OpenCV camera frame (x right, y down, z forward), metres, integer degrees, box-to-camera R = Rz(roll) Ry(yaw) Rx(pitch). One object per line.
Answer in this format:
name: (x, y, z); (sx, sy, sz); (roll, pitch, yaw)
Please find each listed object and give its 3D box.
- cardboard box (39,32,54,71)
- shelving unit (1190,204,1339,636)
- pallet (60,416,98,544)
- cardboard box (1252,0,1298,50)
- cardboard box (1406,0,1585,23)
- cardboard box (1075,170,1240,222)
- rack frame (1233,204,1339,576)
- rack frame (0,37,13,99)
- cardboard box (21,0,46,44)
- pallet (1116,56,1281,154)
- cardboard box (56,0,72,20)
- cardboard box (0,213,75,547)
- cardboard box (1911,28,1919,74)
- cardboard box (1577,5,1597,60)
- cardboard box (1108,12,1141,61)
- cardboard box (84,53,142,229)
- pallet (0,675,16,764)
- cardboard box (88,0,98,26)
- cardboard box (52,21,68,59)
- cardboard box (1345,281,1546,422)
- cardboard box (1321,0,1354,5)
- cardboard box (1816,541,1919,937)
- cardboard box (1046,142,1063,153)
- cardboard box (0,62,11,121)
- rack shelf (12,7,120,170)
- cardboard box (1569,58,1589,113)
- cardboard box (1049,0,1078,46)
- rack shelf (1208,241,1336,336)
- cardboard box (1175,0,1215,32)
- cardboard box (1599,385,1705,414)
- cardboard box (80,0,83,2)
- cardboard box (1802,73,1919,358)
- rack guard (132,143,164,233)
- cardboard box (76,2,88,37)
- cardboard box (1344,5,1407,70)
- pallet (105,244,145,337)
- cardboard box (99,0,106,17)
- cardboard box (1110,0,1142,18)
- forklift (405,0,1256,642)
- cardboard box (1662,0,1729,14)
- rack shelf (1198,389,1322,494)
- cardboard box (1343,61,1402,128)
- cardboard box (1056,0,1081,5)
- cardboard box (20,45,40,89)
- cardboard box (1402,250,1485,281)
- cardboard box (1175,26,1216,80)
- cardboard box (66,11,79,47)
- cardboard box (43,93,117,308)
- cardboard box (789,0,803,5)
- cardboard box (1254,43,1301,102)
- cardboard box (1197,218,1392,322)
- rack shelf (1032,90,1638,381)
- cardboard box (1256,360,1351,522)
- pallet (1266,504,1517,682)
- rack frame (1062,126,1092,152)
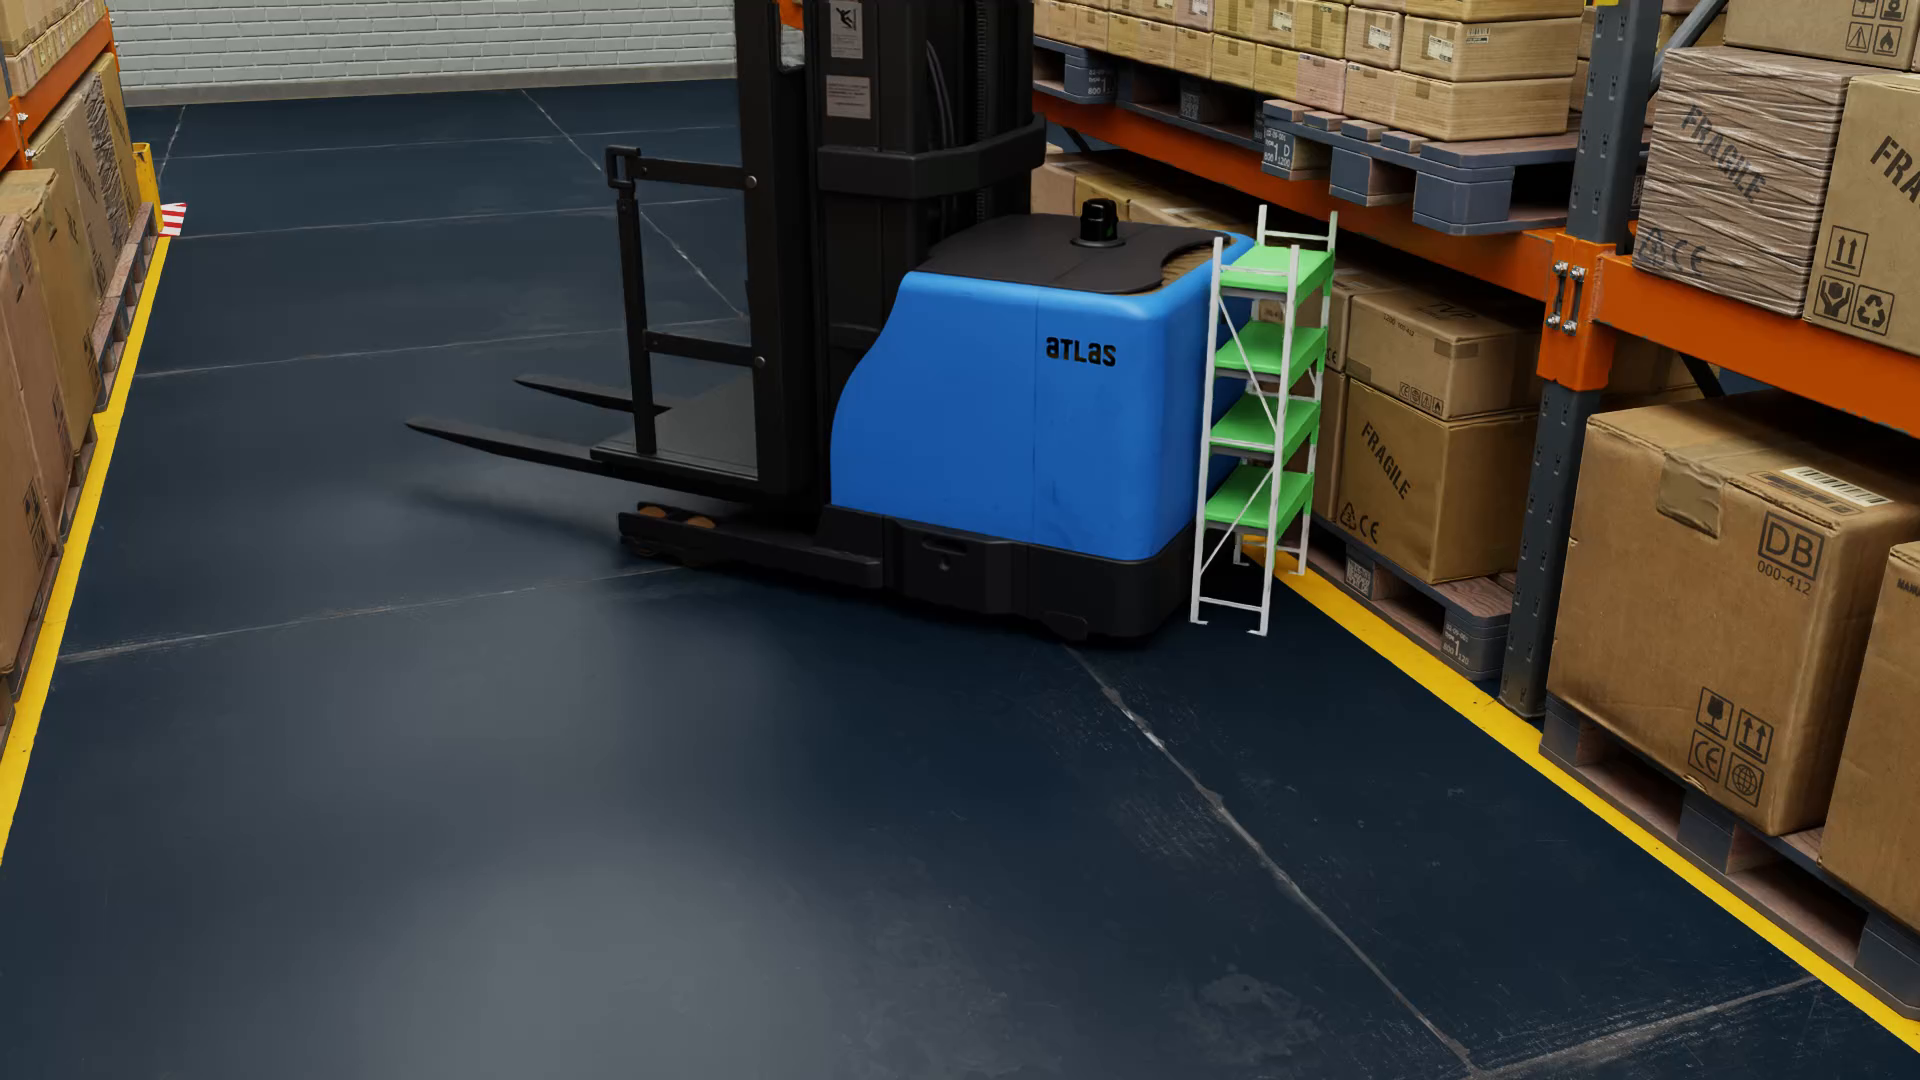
cardboard box: (-4.165, -2.107, 7.210); (0.380, 0.149, 0.250); (-9, 24, -20)
shelving unit: (0.925, -0.367, 5.075); (0.258, 1.200, 0.503); (10, 25, 22)
pallet: (-3.748, -0.228, 6.019); (1.003, 0.211, 1.213); (-8, 24, -19)
cardboard box: (1.118, -1.588, 5.056); (0.380, 0.149, 0.250); (-8, 24, -19)
cardboard box: (1.396, -1.441, 4.323); (0.380, 0.149, 0.250); (-9, 25, -21)
cardboard box: (0.789, -1.316, 6.723); (0.500, 0.250, 0.500); (-8, 24, -18)
rack frame: (1.025, -0.454, 5.280); (0.240, 1.200, 0.015); (10, 25, 22)
rack frame: (-4.091, -1.783, 6.118); (1.000, 3.000, 0.127); (-8, 24, -19)
cardboard box: (-4.183, -2.239, 7.010); (0.500, 0.250, 0.500); (-8, 24, -19)
pallet: (1.260, -1.599, 5.928); (1.003, 0.211, 1.213); (-8, 24, -19)
cardboard box: (-4.538, -2.607, 7.883); (0.500, 0.250, 0.500); (-8, 24, -19)
cardboard box: (-3.530, -0.443, 5.134); (1.225, 0.875, 0.875); (-9, 25, -21)
cardboard box: (2.327, -1.132, 3.158); (0.700, 0.500, 0.500); (-9, 24, -20)
cardboard box: (1.917, -1.490, 4.822); (0.380, 0.149, 0.250); (-7, 24, -16)
cardboard box: (0.760, -1.825, 6.000); (0.380, 0.149, 0.250); (-9, 24, -20)
cardboard box: (-5.203, -2.229, 9.372); (0.875, 0.875, 0.875); (-8, 24, -19)
pallet: (-2.886, 0.659, 3.916); (1.003, 0.211, 1.213); (-8, 24, -19)
cardboard box: (-4.889, -2.850, 8.974); (0.380, 0.149, 0.250); (-8, 24, -19)
cardboard box: (-4.343, -2.291, 7.648); (0.380, 0.149, 0.250); (-8, 24, -18)
cardboard box: (1.511, -0.573, 4.960); (0.500, 0.250, 0.500); (-9, 24, -20)
cardboard box: (1.216, -1.627, 4.766); (0.380, 0.149, 0.250); (-8, 24, -17)
cardboard box: (2.441, 0.420, 3.246); (1.050, 0.750, 0.750); (-8, 24, -18)
cardboard box: (0.353, -2.123, 9.289); (0.380, 0.149, 0.250); (-8, 24, -18)
cardboard box: (-3.671, -1.697, 5.785); (0.500, 0.500, 0.500); (-8, 24, -19)
rack shelf: (-4.798, -2.178, 7.982); (1.077, 0.370, 4.000); (-8, 24, -19)
cardboard box: (1.934, -1.339, 4.848); (0.380, 0.149, 0.250); (-7, 24, -16)
cardboard box: (0.569, -2.016, 6.453); (0.380, 0.149, 0.250); (-8, 24, -18)
rack shelf: (0.927, -0.750, 4.912); (0.258, 0.148, 0.480); (10, 25, 22)
cardboard box: (0.939, -1.774, 5.496); (0.380, 0.149, 0.250); (-8, 24, -18)
cardboard box: (1.986, -0.307, 5.294); (0.500, 0.500, 0.500); (-9, 25, -21)
cardboard box: (-4.906, -2.980, 8.769); (0.500, 0.250, 0.500); (-9, 24, -20)
cardboard box: (2.086, -0.635, 3.266); (0.500, 0.500, 0.500); (-9, 24, -19)
rack guard: (-5.513, -2.093, 10.073); (1.175, 0.500, 0.348); (-8, 24, -19)
cardboard box: (-4.708, -2.666, 8.536); (0.380, 0.149, 0.250); (-9, 24, -20)
cardboard box: (1.301, -1.402, 4.614); (0.380, 0.149, 0.250); (-7, 24, -17)
pallet: (-4.721, -1.229, 8.394); (1.003, 0.211, 1.213); (-8, 24, -19)
cardboard box: (-5.070, -3.036, 9.416); (0.380, 0.149, 0.250); (-8, 24, -18)
cardboard box: (0.762, -1.959, 5.937); (0.380, 0.149, 0.250); (-9, 24, -20)
forklift: (-0.576, -1.431, 5.371); (3.031, 2.935, 1.130); (11, 25, 25)
cardboard box: (2.014, -1.521, 4.514); (0.380, 0.149, 0.250); (-8, 24, -19)
rack shelf: (0.925, -0.308, 5.100); (0.258, 0.148, 0.480); (10, 25, 22)
cardboard box: (1.307, -1.258, 4.655); (0.380, 0.149, 0.250); (-8, 24, -19)
cardboard box: (0.571, -2.153, 6.397); (0.380, 0.149, 0.250); (-9, 25, -21)
cardboard box: (-3.977, -1.916, 6.757); (0.380, 0.149, 0.250); (-9, 25, -21)
cardboard box: (1.801, -0.829, 5.566); (0.500, 0.250, 0.500); (-9, 24, -20)
cardboard box: (0.945, -1.634, 5.548); (0.380, 0.149, 0.250); (-8, 24, -17)
cardboard box: (-4.531, -2.481, 8.098); (0.380, 0.149, 0.250); (-8, 24, -18)
cardboard box: (-4.567, -1.575, 7.820); (0.875, 0.875, 0.875); (-8, 24, -19)
cardboard box: (-0.847, -3.410, 10.302); (0.380, 0.149, 0.250); (-9, 24, -20)
cardboard box: (1.132, -1.442, 5.093); (0.380, 0.149, 0.250); (-9, 24, -20)
cardboard box: (1.157, -0.942, 5.835); (0.500, 0.250, 0.500); (-8, 24, -18)
rack shelf: (1.291, -1.369, 6.061); (1.077, 0.370, 4.000); (-8, 24, -19)
cardboard box: (1.341, -0.408, 5.533); (0.500, 0.500, 0.500); (-7, 24, -17)
pallet: (1.723, 0.027, 5.413); (1.003, 0.211, 1.213); (-8, 24, -19)
rack frame: (0.585, -2.427, 7.646); (1.000, 3.000, 0.127); (-8, 24, -19)
